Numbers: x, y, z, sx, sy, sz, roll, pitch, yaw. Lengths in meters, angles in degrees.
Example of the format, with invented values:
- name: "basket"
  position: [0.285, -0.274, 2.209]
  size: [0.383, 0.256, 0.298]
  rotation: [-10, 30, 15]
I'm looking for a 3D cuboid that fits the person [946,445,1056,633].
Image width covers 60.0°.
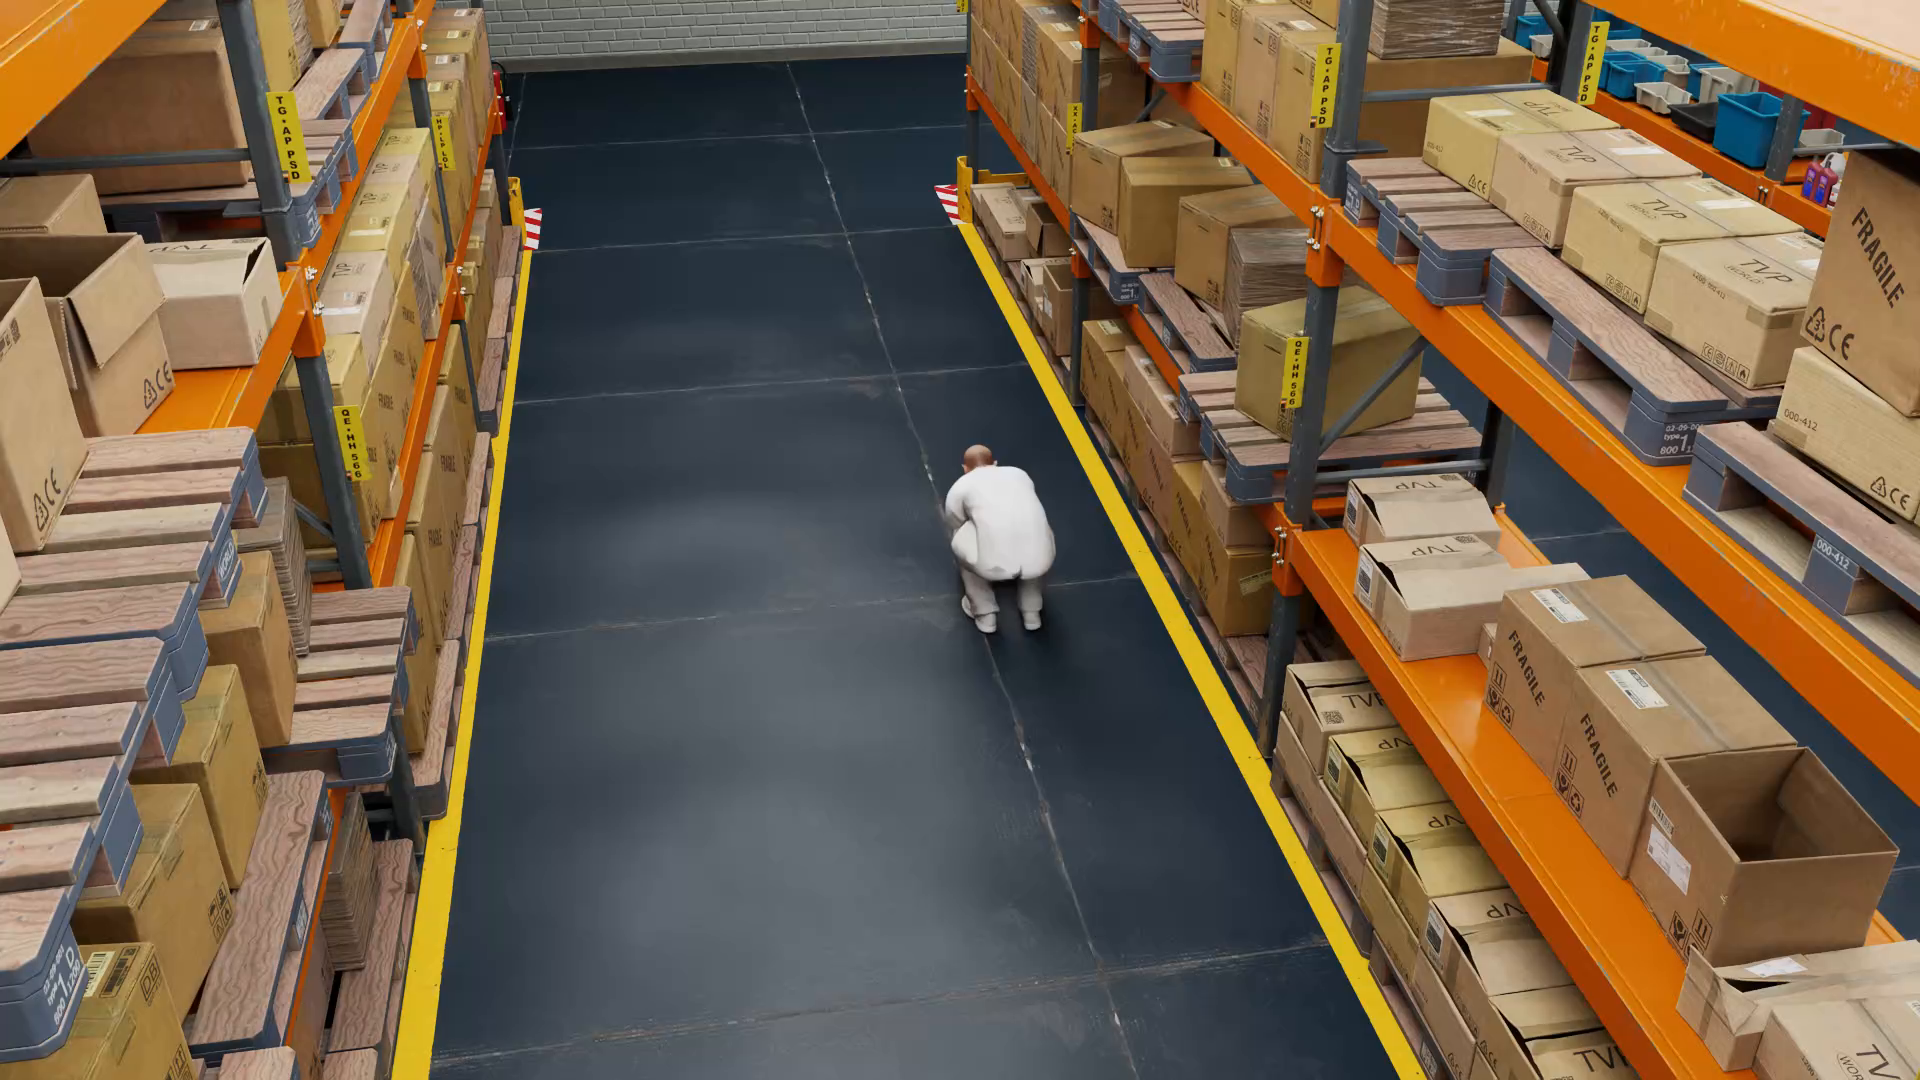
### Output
- name: "person"
  position: [0.218, 0.015, 9.147]
  size: [0.577, 0.828, 0.935]
  rotation: [-6, 31, -10]
